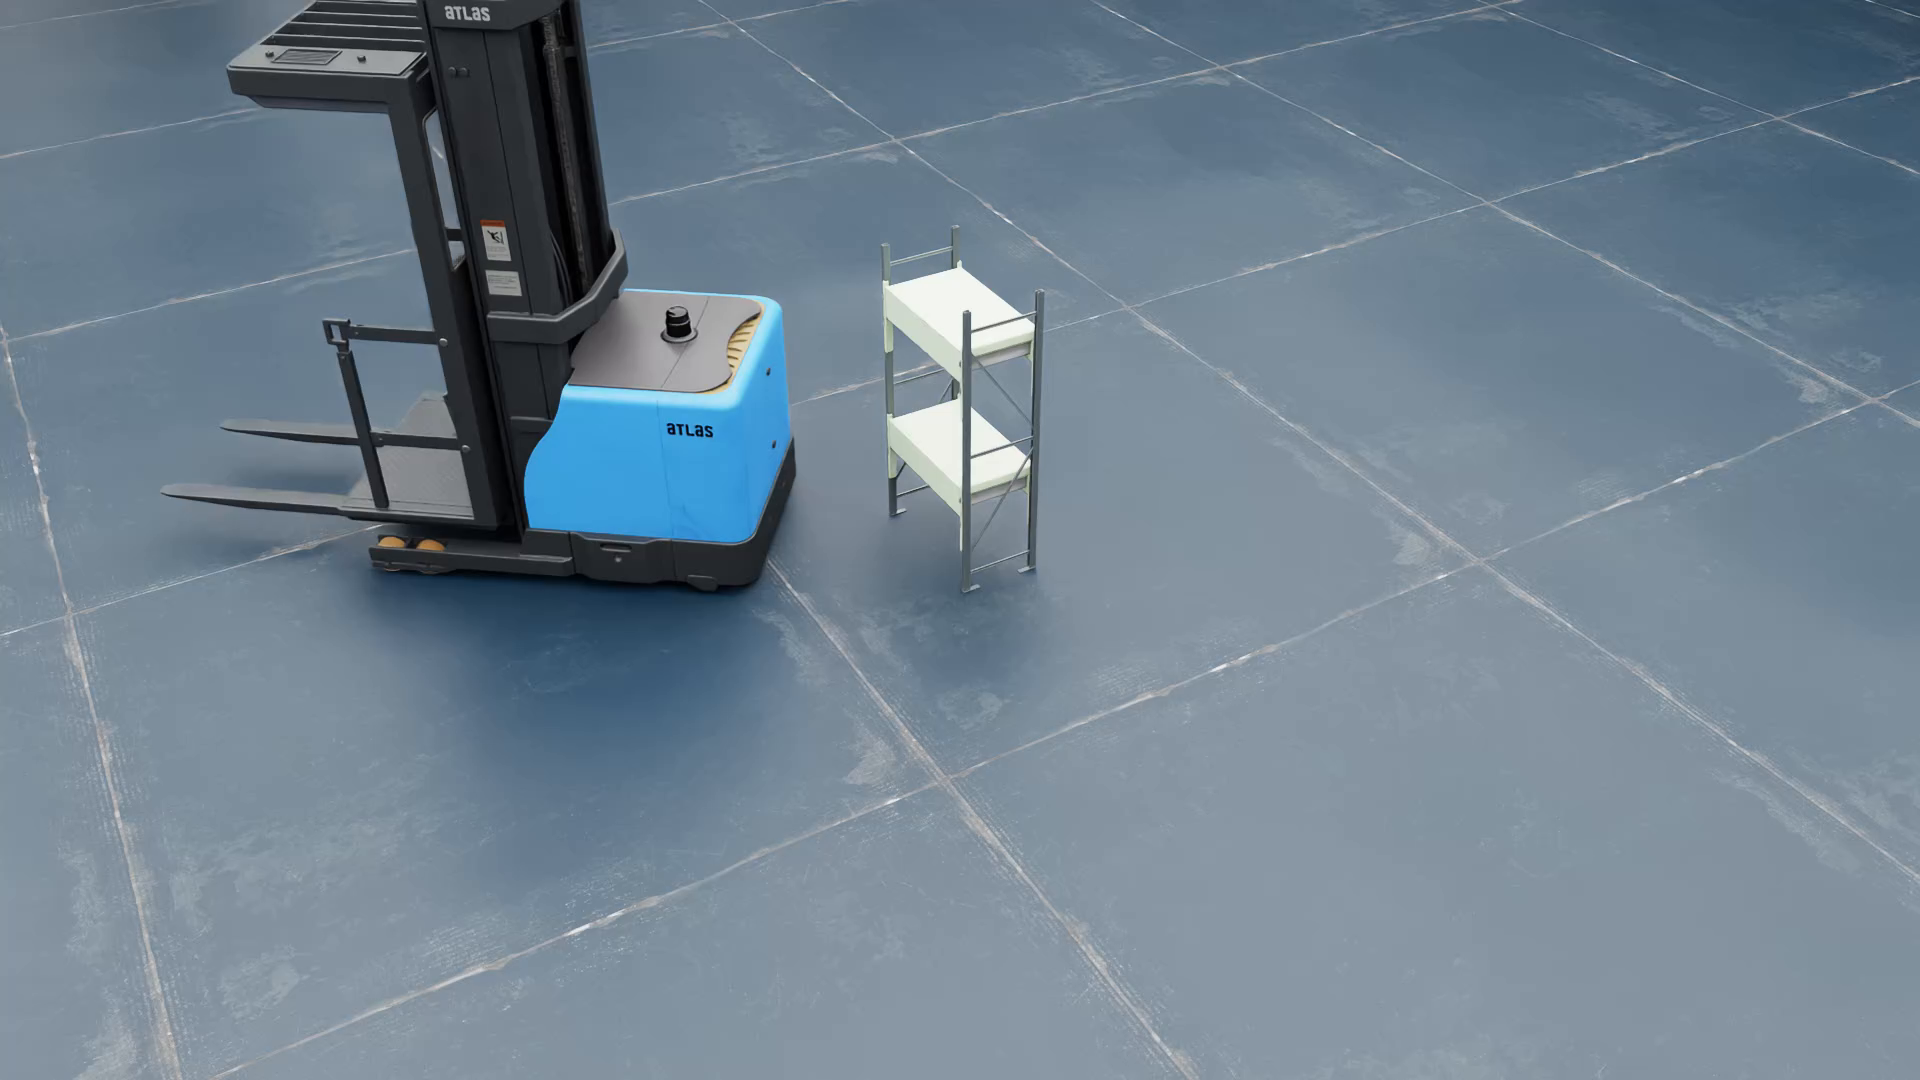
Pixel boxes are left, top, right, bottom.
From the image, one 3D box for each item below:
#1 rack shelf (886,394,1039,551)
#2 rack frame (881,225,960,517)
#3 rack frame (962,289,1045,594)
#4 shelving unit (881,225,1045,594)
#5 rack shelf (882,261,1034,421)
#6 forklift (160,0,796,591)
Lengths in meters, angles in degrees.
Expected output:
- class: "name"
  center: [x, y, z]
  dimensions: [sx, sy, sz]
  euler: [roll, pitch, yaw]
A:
- class: "rack shelf"
  center: [0.003, -0.339, 7.995]
  dimensions: [0.431, 0.370, 0.720]
  euler: [-19, 40, -24]
- class: "rack frame"
  center: [-0.181, -0.789, 8.059]
  dimensions: [0.400, 1.500, 0.023]
  euler: [-19, 40, -24]
- class: "rack frame"
  center: [0.187, -0.416, 7.547]
  dimensions: [0.400, 1.500, 0.023]
  euler: [-19, 40, -24]
- class: "shelving unit"
  center: [0.003, -0.602, 7.803]
  dimensions: [0.431, 1.500, 0.755]
  euler: [-19, 40, -24]
- class: "rack shelf"
  center: [0.003, -0.917, 7.573]
  dimensions: [0.431, 0.370, 0.720]
  euler: [-19, 40, -24]
- class: "forklift"
  center: [-2.403, -1.321, 7.574]
  dimensions: [3.031, 2.935, 1.130]
  euler: [4, 36, 6]
